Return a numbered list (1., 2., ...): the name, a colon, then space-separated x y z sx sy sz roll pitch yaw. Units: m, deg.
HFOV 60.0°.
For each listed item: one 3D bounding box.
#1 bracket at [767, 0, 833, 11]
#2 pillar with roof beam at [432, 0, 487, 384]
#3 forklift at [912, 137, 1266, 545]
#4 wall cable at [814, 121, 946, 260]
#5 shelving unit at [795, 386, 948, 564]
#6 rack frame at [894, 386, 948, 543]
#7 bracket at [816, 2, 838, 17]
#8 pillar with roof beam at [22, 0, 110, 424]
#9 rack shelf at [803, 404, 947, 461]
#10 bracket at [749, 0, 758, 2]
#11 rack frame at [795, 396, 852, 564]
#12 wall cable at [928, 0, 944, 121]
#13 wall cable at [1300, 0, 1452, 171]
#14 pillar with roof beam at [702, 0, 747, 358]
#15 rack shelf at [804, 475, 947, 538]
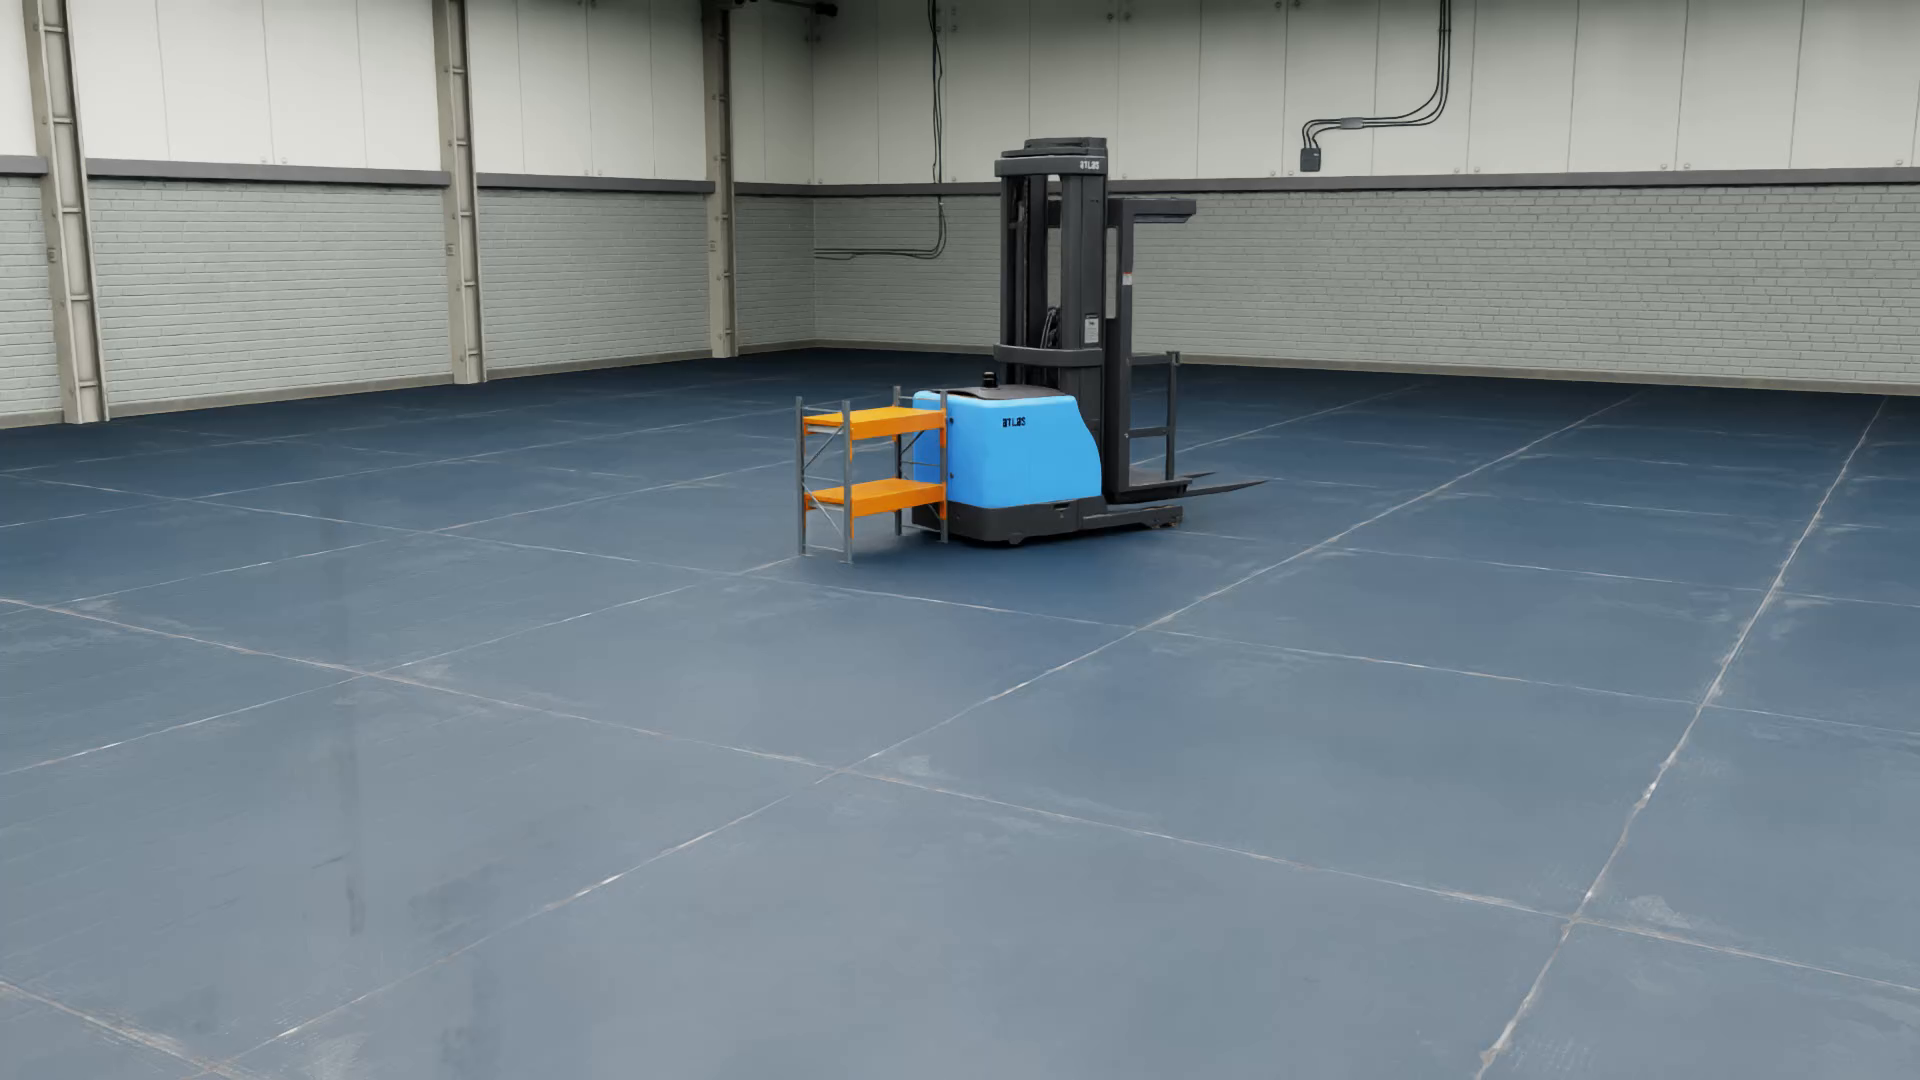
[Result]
1. bracket: -2.808 -9.812 30.543 0.076 0.066 3.189 6 12 31
2. pillar with roof beam: -3.686 -6.377 21.975 9.100 9.000 0.400 6 12 31
3. forklift: 1.121 -1.594 12.919 3.031 2.935 1.130 -8 13 -36
4. wall cable: -1.591 -6.542 31.298 3.097 2.526 0.112 6 12 31
5. shelving unit: -0.619 -0.490 11.927 0.538 1.125 1.048 9 14 39
6. rack frame: -0.291 -0.561 12.309 0.500 1.125 0.032 9 14 39
7. bracket: -2.501 -9.905 31.039 0.235 0.232 0.430 6 12 31
8. pillar with roof beam: -6.801 -5.433 16.934 9.100 9.000 0.400 6 12 31
9. rack shelf: -0.619 -0.777 11.873 0.538 0.278 1.000 9 14 39
10. bracket: -3.732 -9.532 29.048 0.235 0.232 0.430 6 12 31
11. rack frame: -0.947 -0.418 11.545 0.500 1.125 0.032 9 14 39
12. wall cable: 0.721 -8.766 29.453 3.097 2.526 0.112 6 12 31
13. wall cable: 6.515 -8.831 25.841 2.305 6.003 0.169 6 12 31
14. pillar with roof beam: -0.571 -7.320 27.015 9.100 9.000 0.548 6 12 31
15. rack shelf: -0.619 -0.249 11.972 0.538 0.278 1.000 9 14 39
